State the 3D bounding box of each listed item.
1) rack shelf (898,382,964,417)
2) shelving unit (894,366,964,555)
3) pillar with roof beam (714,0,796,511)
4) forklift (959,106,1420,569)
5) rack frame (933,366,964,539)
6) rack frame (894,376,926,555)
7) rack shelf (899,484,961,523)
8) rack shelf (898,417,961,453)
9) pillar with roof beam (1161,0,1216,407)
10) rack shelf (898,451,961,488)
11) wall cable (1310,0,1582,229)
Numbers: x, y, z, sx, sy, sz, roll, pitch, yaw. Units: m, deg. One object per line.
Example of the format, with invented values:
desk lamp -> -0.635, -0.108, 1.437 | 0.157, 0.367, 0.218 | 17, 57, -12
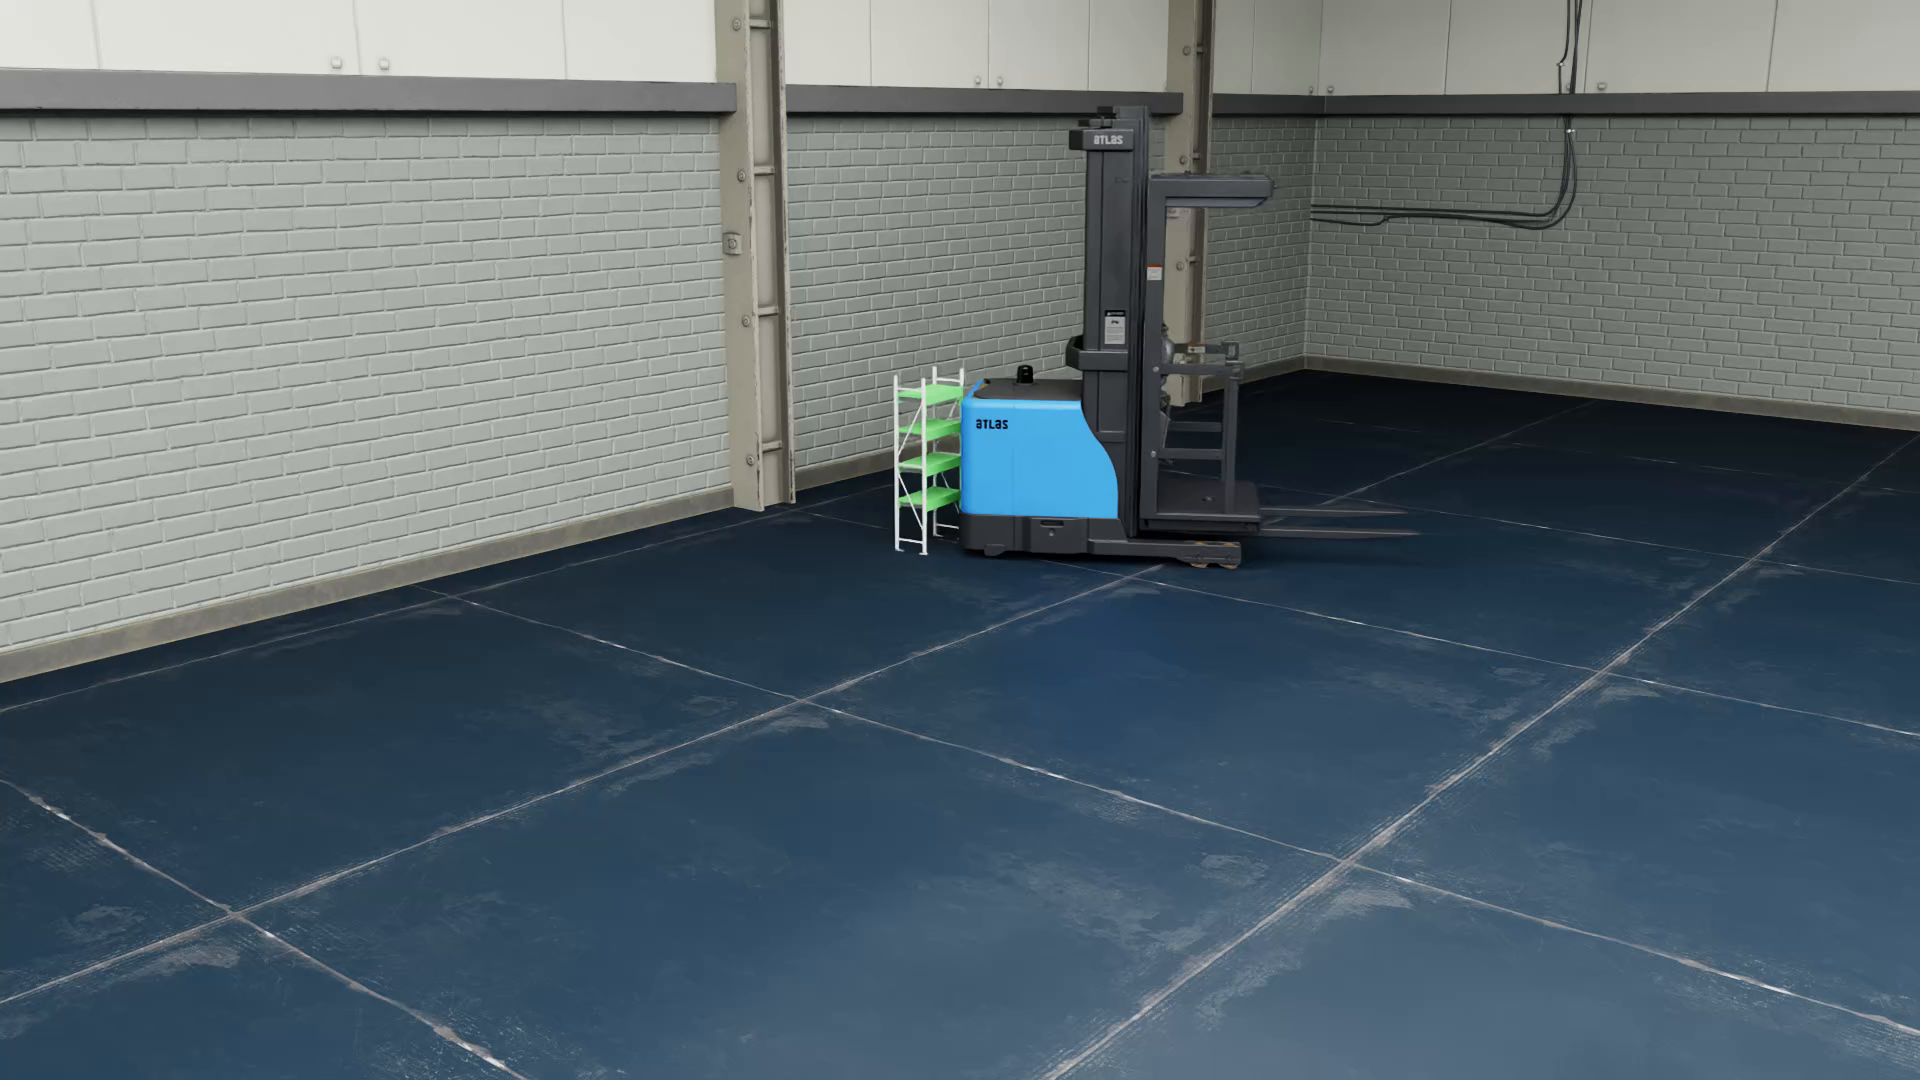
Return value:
rack shelf -> -0.208, -0.950, 11.236 | 0.258, 0.148, 0.480 | 8, 17, 30
shelving unit -> -0.208, -0.547, 11.339 | 0.258, 1.200, 0.503 | 8, 17, 30
pillar with roof beam -> 1.849, -3.970, 8.975 | 9.100, 9.000, 0.400 | 11, 18, 38
forklift -> 1.549, -1.371, 11.068 | 3.031, 2.935, 1.130 | 2, 14, 7
rack frame -> -0.082, -0.598, 11.541 | 0.240, 1.200, 0.015 | 8, 17, 30
rack frame -> -0.333, -0.495, 11.136 | 0.240, 1.200, 0.015 | 8, 17, 30
rack shelf -> -0.208, -0.252, 11.414 | 0.258, 0.148, 0.480 | 8, 17, 30
rack shelf -> -0.208, -0.718, 11.295 | 0.258, 0.148, 0.480 | 8, 17, 30
pillar with roof beam -> 5.620, -5.119, 13.498 | 9.100, 9.000, 0.400 | 11, 18, 38
rack shelf -> -0.208, -0.485, 11.354 | 0.258, 0.148, 0.480 | 8, 17, 30
wall cable -> 5.152, -4.640, 17.918 | 3.097, 2.526, 0.112 | 11, 18, 38
